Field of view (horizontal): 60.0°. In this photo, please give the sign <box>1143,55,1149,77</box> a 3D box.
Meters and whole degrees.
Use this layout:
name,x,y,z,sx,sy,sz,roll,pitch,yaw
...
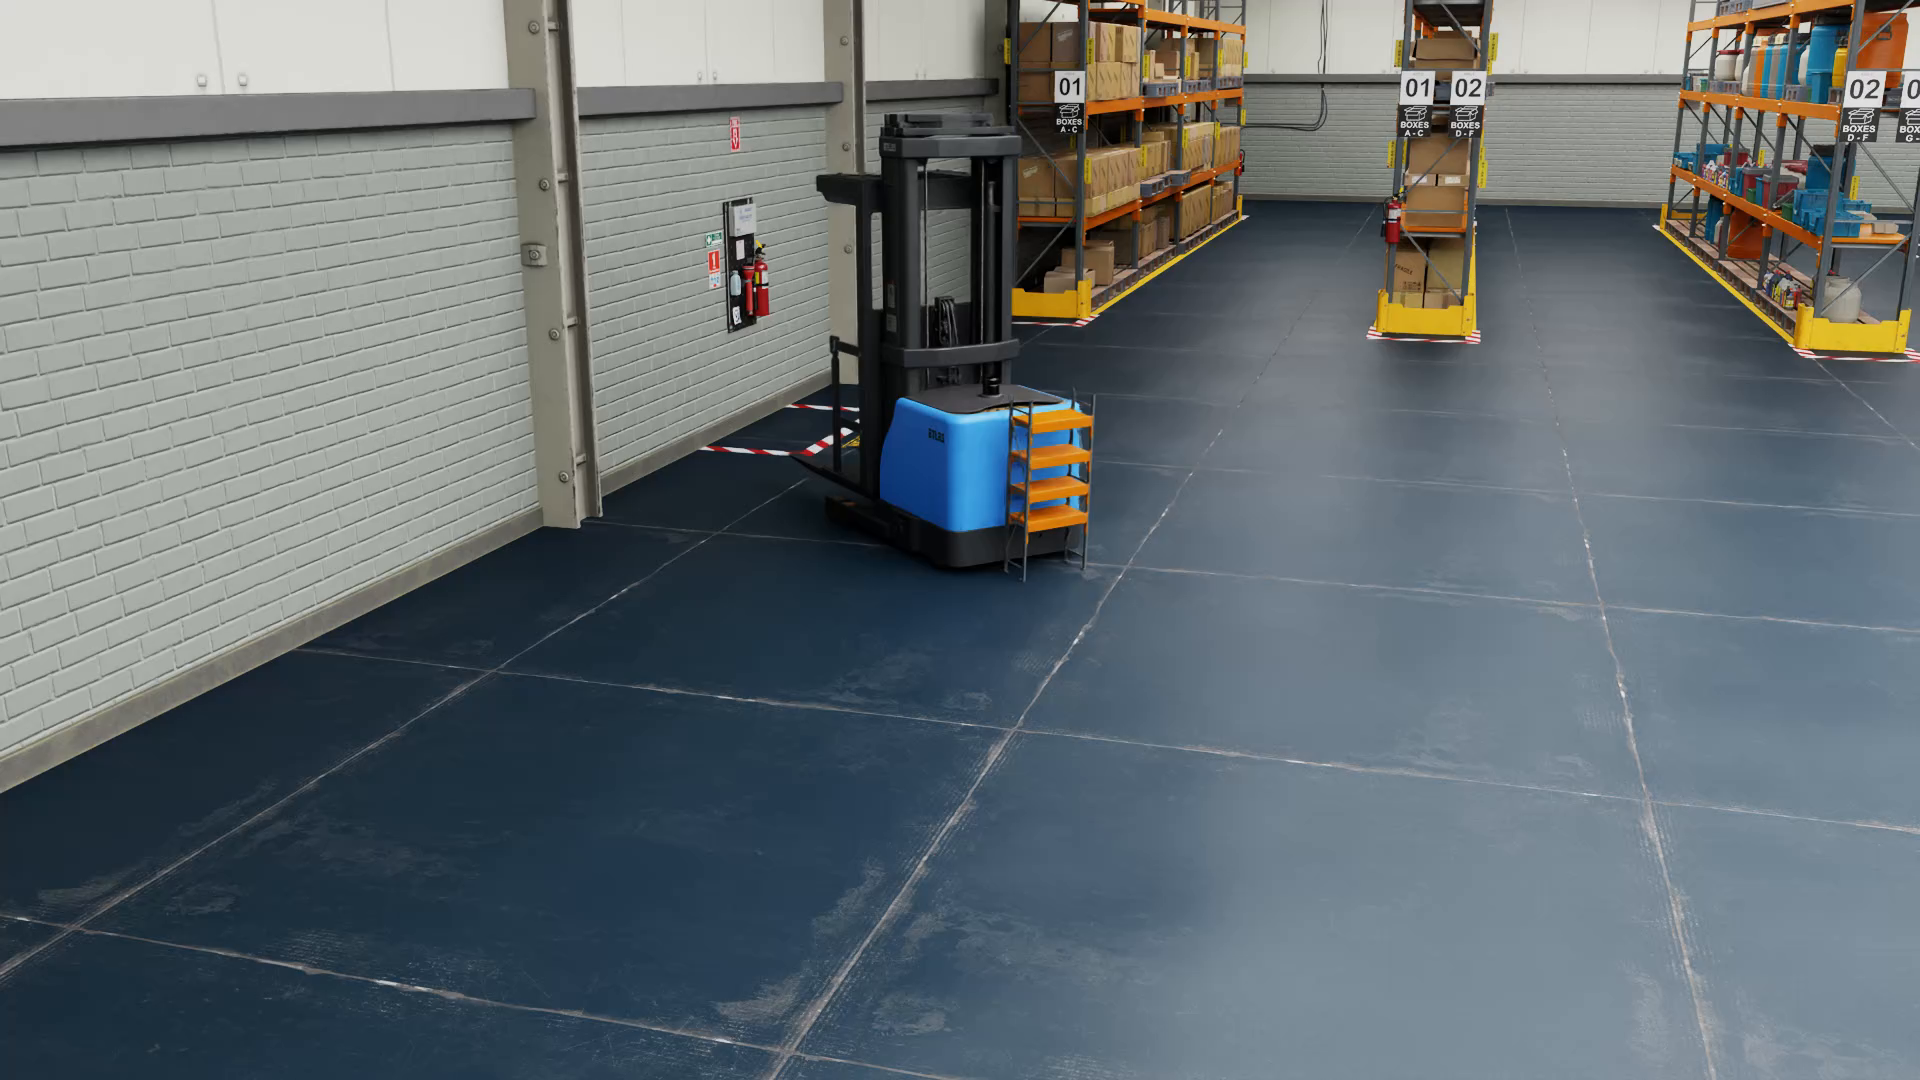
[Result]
name,x,y,z,sx,sy,sz,roll,pitch,yaw
sign,2.816,-7.177,25.193,0.100,0.325,0.005,5,16,16

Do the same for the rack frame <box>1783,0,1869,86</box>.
name,x,y,z,sx,sy,sz,roll,pitch,yaw
rack frame,11.792,-7.644,22.287,1.000,3.000,0.127,5,16,16

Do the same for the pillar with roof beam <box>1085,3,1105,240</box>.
name,x,y,z,sx,sy,sz,roll,pitch,yaw
pillar with roof beam,6.359,-8.851,26.545,9.100,9.000,0.400,5,16,16

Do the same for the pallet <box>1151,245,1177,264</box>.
name,x,y,z,sx,sy,sz,roll,pitch,yaw
pallet,3.206,-5.026,29.163,1.003,0.211,1.213,5,16,16

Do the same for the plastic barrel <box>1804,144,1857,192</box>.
name,x,y,z,sx,sy,sz,roll,pitch,yaw
plastic barrel,12.192,-5.076,23.310,0.600,0.901,0.708,5,16,16

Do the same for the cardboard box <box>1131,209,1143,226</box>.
name,x,y,z,sx,sy,sz,roll,pitch,yaw
cardboard box,2.753,-5.341,27.564,0.500,0.250,0.500,4,16,14

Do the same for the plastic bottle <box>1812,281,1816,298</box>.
name,x,y,z,sx,sy,sz,roll,pitch,yaw
plastic bottle,11.681,-3.423,22.584,0.152,0.276,0.135,5,16,16

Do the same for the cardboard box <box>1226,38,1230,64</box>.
name,x,y,z,sx,sy,sz,roll,pitch,yaw
cardboard box,5.178,-9.900,33.687,0.500,0.500,0.500,4,16,15

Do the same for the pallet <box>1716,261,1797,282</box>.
name,x,y,z,sx,sy,sz,roll,pitch,yaw
pallet,12.671,-4.263,26.471,1.003,0.211,1.213,5,16,16

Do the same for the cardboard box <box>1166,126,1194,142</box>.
name,x,y,z,sx,sy,sz,roll,pitch,yaw
cardboard box,3.958,-7.373,30.188,0.500,0.250,0.500,4,16,15

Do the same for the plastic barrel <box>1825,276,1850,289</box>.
name,x,y,z,sx,sy,sz,roll,pitch,yaw
plastic barrel,10.911,-3.025,20.788,0.421,0.512,0.421,0,16,0

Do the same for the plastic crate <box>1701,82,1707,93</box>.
name,x,y,z,sx,sy,sz,roll,pitch,yaw
plastic crate,13.896,-8.326,30.577,0.450,0.188,0.662,5,16,16

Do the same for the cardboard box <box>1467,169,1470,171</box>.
name,x,y,z,sx,sy,sz,roll,pitch,yaw
cardboard box,6.517,-4.812,21.927,0.380,0.149,0.250,4,16,14

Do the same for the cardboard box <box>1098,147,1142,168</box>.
name,x,y,z,sx,sy,sz,roll,pitch,yaw
cardboard box,2.470,-5.916,26.200,0.700,0.500,0.500,5,16,16

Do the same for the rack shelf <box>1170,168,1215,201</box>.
name,x,y,z,sx,sy,sz,roll,pitch,yaw
rack shelf,3.998,-6.749,31.446,1.077,0.370,4.000,5,16,16

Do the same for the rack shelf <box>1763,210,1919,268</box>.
name,x,y,z,sx,sy,sz,roll,pitch,yaw
rack shelf,11.223,-3.888,21.359,1.077,0.370,4.000,5,16,16

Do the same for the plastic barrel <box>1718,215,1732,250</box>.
name,x,y,z,sx,sy,sz,roll,pitch,yaw
plastic barrel,13.372,-5.271,28.564,0.600,0.588,0.708,5,16,16

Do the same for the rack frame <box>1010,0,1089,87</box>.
name,x,y,z,sx,sy,sz,roll,pitch,yaw
rack frame,1.156,-7.365,21.306,1.000,3.000,0.127,5,16,16

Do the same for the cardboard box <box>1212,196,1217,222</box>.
name,x,y,z,sx,sy,sz,roll,pitch,yaw
cardboard box,4.877,-6.806,34.138,0.700,0.500,0.500,5,17,17

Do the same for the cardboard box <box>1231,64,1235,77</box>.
name,x,y,z,sx,sy,sz,roll,pitch,yaw
cardboard box,5.460,-9.801,34.713,0.500,0.250,0.500,4,16,14

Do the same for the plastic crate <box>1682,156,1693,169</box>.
name,x,y,z,sx,sy,sz,roll,pitch,yaw
plastic crate,14.357,-7.383,32.560,0.416,0.233,0.300,5,16,16

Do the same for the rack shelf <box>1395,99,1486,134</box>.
name,x,y,z,sx,sy,sz,roll,pitch,yaw
rack shelf,6.475,-5.716,22.307,1.077,0.370,4.000,5,16,16

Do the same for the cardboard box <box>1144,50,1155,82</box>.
name,x,y,z,sx,sy,sz,roll,pitch,yaw
cardboard box,2.876,-7.678,26.954,0.500,0.500,0.500,4,16,14

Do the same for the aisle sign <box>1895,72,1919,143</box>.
name,x,y,z,sx,sy,sz,roll,pitch,yaw
aisle sign,10.915,-4.920,18.915,0.394,0.787,0.004,5,16,16

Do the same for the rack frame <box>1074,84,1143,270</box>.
name,x,y,z,sx,sy,sz,roll,pitch,yaw
rack frame,2.293,-5.526,25.814,1.000,3.000,0.127,5,16,16

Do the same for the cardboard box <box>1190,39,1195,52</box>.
name,x,y,z,sx,sy,sz,roll,pitch,yaw
cardboard box,4.191,-9.462,31.832,0.500,0.250,0.500,6,17,20

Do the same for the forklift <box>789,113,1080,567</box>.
name,x,y,z,sx,sy,sz,roll,pitch,yaw
forklift,-0.345,-1.581,12.031,1.130,2.935,3.031,-9,18,-28

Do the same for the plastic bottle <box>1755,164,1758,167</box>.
name,x,y,z,sx,sy,sz,roll,pitch,yaw
plastic bottle,13.621,-6.249,28.455,0.144,0.351,0.185,5,16,16

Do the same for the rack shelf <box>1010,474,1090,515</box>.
name,x,y,z,sx,sy,sz,roll,pitch,yaw
rack shelf,0.580,-0.303,10.920,0.480,0.148,0.258,-10,21,-30

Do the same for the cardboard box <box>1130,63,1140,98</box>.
name,x,y,z,sx,sy,sz,roll,pitch,yaw
cardboard box,2.386,-6.875,24.852,0.500,0.500,0.500,5,17,17

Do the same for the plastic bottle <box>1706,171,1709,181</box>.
name,x,y,z,sx,sy,sz,roll,pitch,yaw
plastic bottle,13.378,-6.514,29.662,0.097,0.201,0.097,0,16,0

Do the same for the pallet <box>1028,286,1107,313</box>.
name,x,y,z,sx,sy,sz,roll,pitch,yaw
pallet,1.443,-3.367,23.315,1.003,0.211,1.213,5,16,16

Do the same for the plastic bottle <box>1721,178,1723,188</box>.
name,x,y,z,sx,sy,sz,roll,pitch,yaw
plastic bottle,12.833,-6.013,27.895,0.097,0.201,0.097,0,16,0

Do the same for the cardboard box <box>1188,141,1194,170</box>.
name,x,y,z,sx,sy,sz,roll,pitch,yaw
cardboard box,3.971,-7.017,30.305,0.500,0.500,0.500,5,17,18

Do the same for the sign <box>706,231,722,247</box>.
name,x,y,z,sx,sy,sz,roll,pitch,yaw
sign,-2.164,-2.652,14.646,0.001,0.109,0.331,5,16,16

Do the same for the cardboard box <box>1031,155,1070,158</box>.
name,x,y,z,sx,sy,sz,roll,pitch,yaw
cardboard box,1.239,-5.048,22.994,0.500,0.500,0.500,5,17,17

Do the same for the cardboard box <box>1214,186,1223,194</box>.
name,x,y,z,sx,sy,sz,roll,pitch,yaw
cardboard box,5.298,-7.330,34.797,0.380,0.149,0.250,4,16,14

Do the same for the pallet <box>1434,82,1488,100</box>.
name,x,y,z,sx,sy,sz,roll,pitch,yaw
pallet,6.133,-5.680,21.021,1.003,0.211,1.213,5,16,16

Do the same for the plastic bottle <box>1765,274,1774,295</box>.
name,x,y,z,sx,sy,sz,roll,pitch,yaw
plastic bottle,11.215,-3.523,22.937,0.152,0.276,0.135,5,17,18

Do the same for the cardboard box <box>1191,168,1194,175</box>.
name,x,y,z,sx,sy,sz,roll,pitch,yaw
cardboard box,4.171,-6.931,31.193,0.380,0.149,0.250,5,17,16

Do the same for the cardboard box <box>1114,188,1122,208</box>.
name,x,y,z,sx,sy,sz,roll,pitch,yaw
cardboard box,2.030,-4.922,23.922,0.500,0.250,0.500,5,17,16

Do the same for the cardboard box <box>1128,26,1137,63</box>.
name,x,y,z,sx,sy,sz,roll,pitch,yaw
cardboard box,2.264,-7.210,24.204,0.500,0.500,0.500,6,17,19

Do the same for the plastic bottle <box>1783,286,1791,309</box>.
name,x,y,z,sx,sy,sz,roll,pitch,yaw
plastic bottle,10.772,-3.162,21.653,0.061,0.283,0.133,5,17,17

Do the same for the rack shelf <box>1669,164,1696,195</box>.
name,x,y,z,sx,sy,sz,roll,pitch,yaw
rack shelf,14.634,-7.028,32.427,1.077,0.370,4.000,5,16,16

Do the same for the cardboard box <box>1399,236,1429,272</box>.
name,x,y,z,sx,sy,sz,roll,pitch,yaw
cardboard box,6.328,-4.024,23.414,0.500,0.500,0.500,5,16,16

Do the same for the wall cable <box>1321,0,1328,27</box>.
name,x,y,z,sx,sy,sz,roll,pitch,yaw
wall cable,10.247,-13.729,40.178,3.097,2.526,0.112,5,16,16

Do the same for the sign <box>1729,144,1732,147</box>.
name,x,y,z,sx,sy,sz,roll,pitch,yaw
sign,15.734,-7.937,34.016,0.100,0.325,0.005,5,16,16

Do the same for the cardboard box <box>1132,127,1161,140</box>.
name,x,y,z,sx,sy,sz,roll,pitch,yaw
cardboard box,3.310,-7.273,29.833,0.500,0.250,0.500,5,17,17

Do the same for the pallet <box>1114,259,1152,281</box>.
name,x,y,z,sx,sy,sz,roll,pitch,yaw
pallet,2.513,-4.388,26.913,1.003,0.211,1.213,5,16,16

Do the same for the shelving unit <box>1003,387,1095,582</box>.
name,x,y,z,sx,sy,sz,roll,pitch,yaw
shelving unit,0.582,-0.367,10.898,0.503,1.200,0.258,-10,21,-30

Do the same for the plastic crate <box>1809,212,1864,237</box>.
name,x,y,z,sx,sy,sz,roll,pitch,yaw
plastic crate,10.510,-3.794,19.979,0.499,0.251,0.616,5,16,16

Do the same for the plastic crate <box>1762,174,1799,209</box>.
name,x,y,z,sx,sy,sz,roll,pitch,yaw
plastic crate,11.636,-4.939,23.627,0.402,0.464,0.583,5,16,16

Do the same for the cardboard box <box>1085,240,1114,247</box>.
name,x,y,z,sx,sy,sz,roll,pitch,yaw
cardboard box,2.037,-4.260,25.127,0.500,0.500,0.500,3,16,12

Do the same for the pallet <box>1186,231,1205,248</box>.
name,x,y,z,sx,sy,sz,roll,pitch,yaw
pallet,4.075,-5.749,31.712,1.003,0.211,1.213,5,16,16

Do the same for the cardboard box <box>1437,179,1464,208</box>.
name,x,y,z,sx,sy,sz,roll,pitch,yaw
cardboard box,6.343,-4.533,22.129,0.700,0.500,0.500,5,17,16
